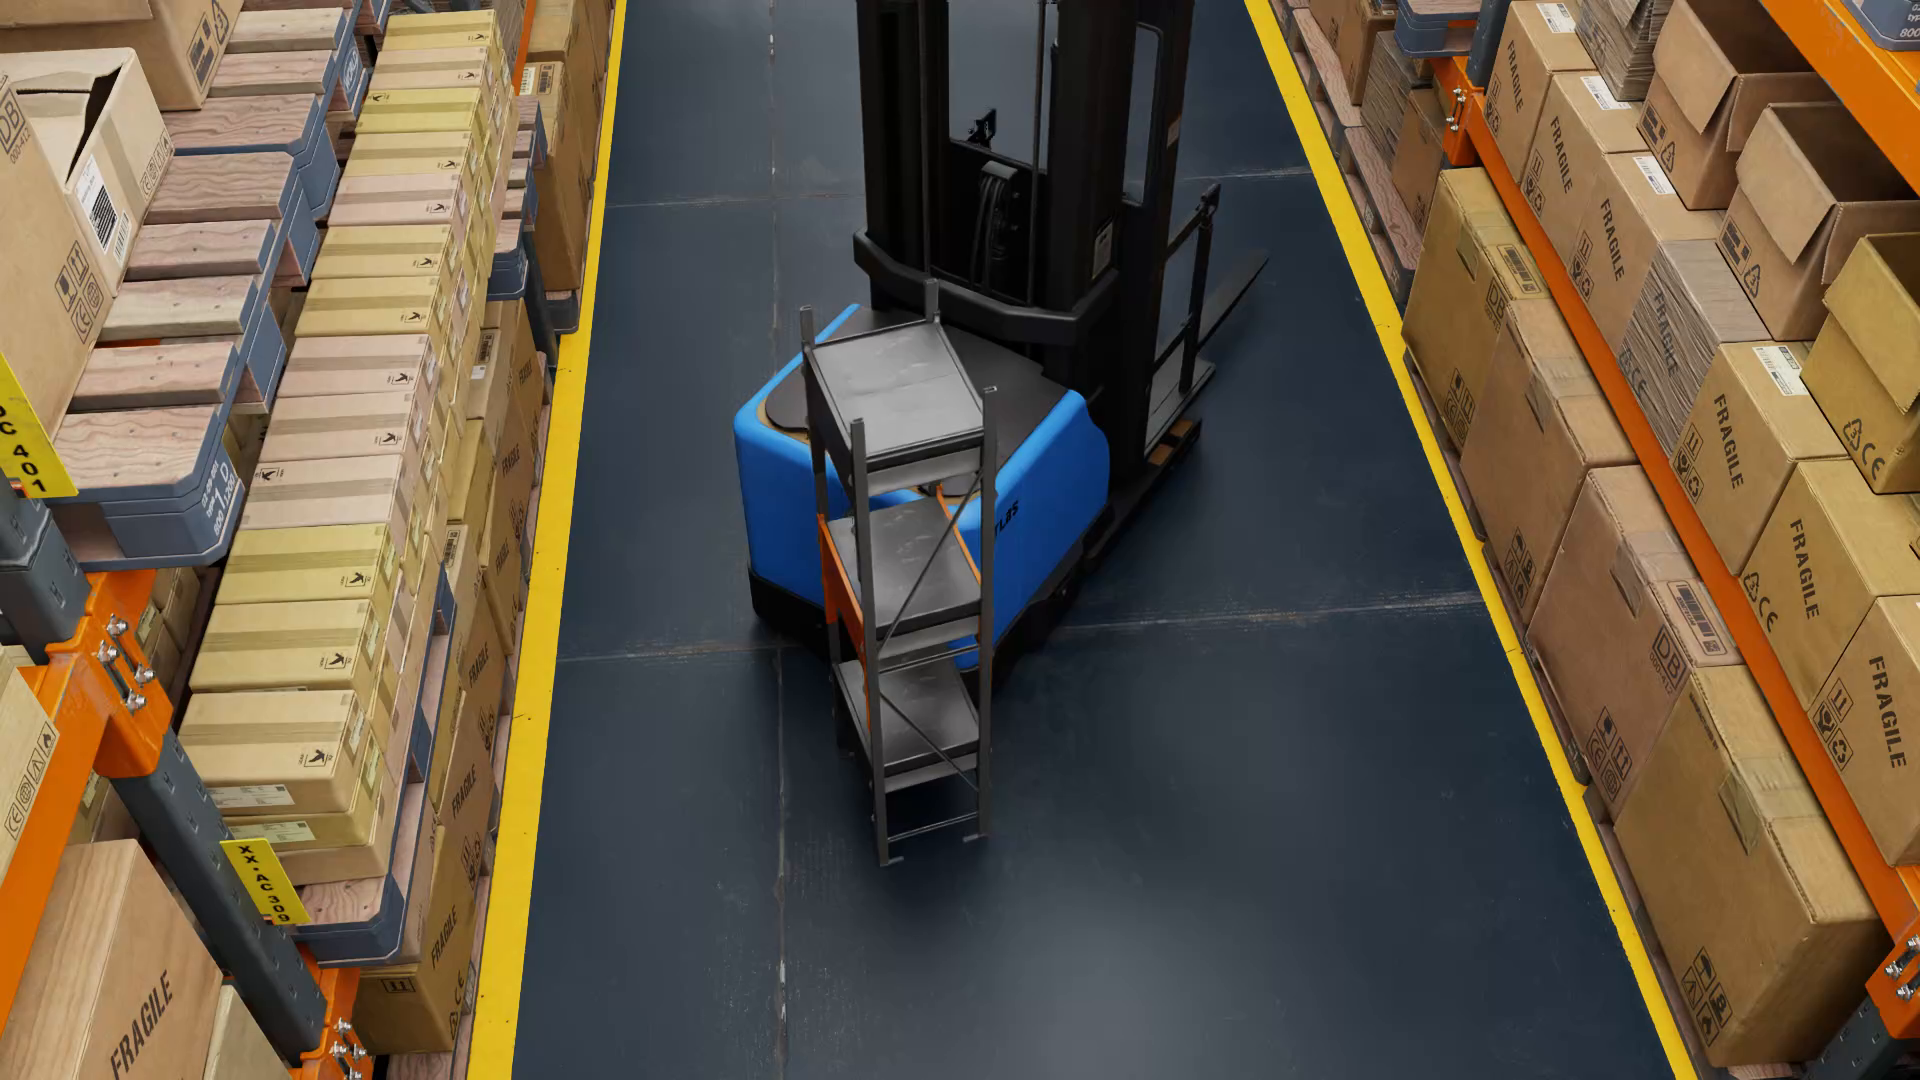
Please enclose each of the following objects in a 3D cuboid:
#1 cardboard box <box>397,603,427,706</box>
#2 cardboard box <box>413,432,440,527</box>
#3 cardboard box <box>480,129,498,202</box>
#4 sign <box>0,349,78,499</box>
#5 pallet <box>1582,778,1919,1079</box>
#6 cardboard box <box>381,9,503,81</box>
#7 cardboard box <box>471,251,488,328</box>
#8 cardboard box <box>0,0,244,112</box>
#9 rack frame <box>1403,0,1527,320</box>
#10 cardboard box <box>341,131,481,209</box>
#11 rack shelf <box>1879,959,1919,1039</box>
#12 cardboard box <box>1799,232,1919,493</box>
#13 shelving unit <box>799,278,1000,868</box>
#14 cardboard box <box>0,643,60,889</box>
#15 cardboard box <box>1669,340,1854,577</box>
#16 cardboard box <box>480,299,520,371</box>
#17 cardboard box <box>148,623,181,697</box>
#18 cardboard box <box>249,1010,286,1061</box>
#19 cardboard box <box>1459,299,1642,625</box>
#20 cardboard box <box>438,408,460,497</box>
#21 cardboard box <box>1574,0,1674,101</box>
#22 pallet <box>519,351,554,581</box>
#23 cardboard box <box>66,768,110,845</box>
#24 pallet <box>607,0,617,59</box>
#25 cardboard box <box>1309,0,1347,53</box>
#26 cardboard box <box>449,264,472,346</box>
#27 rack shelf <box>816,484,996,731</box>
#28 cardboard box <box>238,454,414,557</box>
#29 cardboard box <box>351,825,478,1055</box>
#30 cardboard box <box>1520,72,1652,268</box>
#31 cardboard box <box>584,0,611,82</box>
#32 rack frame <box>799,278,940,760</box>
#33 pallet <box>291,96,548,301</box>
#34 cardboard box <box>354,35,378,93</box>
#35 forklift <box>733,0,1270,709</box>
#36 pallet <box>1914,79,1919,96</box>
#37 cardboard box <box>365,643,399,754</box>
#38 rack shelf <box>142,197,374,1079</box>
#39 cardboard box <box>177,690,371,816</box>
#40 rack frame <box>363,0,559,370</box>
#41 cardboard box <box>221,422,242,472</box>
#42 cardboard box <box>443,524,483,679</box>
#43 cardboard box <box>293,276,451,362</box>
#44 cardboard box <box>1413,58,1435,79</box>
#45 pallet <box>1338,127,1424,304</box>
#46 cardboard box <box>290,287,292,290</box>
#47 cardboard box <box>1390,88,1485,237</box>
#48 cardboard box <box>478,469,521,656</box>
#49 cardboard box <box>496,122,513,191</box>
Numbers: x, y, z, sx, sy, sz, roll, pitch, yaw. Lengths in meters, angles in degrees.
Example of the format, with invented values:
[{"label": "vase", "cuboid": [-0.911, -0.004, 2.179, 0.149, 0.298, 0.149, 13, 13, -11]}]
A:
[{"label": "cardboard box", "cuboid": [-1.637, 0.313, 4.408, 0.380, 0.149, 0.250, -3, 47, -3]}, {"label": "cardboard box", "cuboid": [-1.684, -0.165, 4.656, 0.380, 0.149, 0.250, -2, 47, -2]}, {"label": "cardboard box", "cuboid": [-1.808, -1.276, 5.708, 0.380, 0.149, 0.250, -2, 47, -2]}, {"label": "sign", "cuboid": [-1.476, -0.182, 2.571, 0.100, 0.325, 0.005, -3, 47, -3]}, {"label": "pallet", "cuboid": [2.795, 1.242, 5.565, 1.003, 0.211, 1.213, -3, 47, -3]}, {"label": "cardboard box", "cuboid": [-1.853, -1.764, 5.966, 0.380, 0.149, 0.250, -5, 47, -5]}, {"label": "cardboard box", "cuboid": [-1.770, -0.817, 5.478, 0.380, 0.149, 0.250, -5, 47, -5]}, {"label": "cardboard box", "cuboid": [-2.015, -1.271, 3.598, 0.797, 0.503, 0.637, -4, 47, -4]}, {"label": "rack frame", "cuboid": [2.600, -2.057, 6.769, 1.000, 3.000, 0.127, -3, 47, -3]}, {"label": "cardboard box", "cuboid": [-1.787, -1.200, 5.431, 0.380, 0.149, 0.250, -2, 47, -2]}, {"label": "rack shelf", "cuboid": [3.102, 2.532, 2.918, 1.077, 0.370, 4.000, -3, 47, -3]}, {"label": "cardboard box", "cuboid": [2.827, -0.501, 4.535, 0.797, 0.503, 0.637, -3, 47, -3]}, {"label": "shelving unit", "cuboid": [-0.174, 0.202, 5.249, 0.431, 2.100, 0.503, -14, 48, -13]}, {"label": "cardboard box", "cuboid": [-1.706, 0.424, 2.456, 0.500, 0.250, 0.500, -2, 47, -2]}, {"label": "cardboard box", "cuboid": [2.538, -0.255, 4.993, 0.500, 0.500, 0.500, -4, 47, -4]}, {"label": "cardboard box", "cuboid": [-2.033, -0.892, 6.582, 0.500, 0.250, 0.500, -4, 47, -4]}, {"label": "cardboard box", "cuboid": [-2.288, 0.364, 4.360, 0.380, 0.149, 0.250, -4, 47, -3]}, {"label": "cardboard box", "cuboid": [-2.330, 1.260, 5.059, 0.500, 0.500, 0.500, -4, 47, -4]}, {"label": "cardboard box", "cuboid": [2.704, -0.325, 6.302, 1.225, 0.875, 0.875, -3, 47, -3]}, {"label": "cardboard box", "cuboid": [-1.706, -0.250, 4.941, 0.380, 0.149, 0.250, -4, 47, -4]}, {"label": "cardboard box", "cuboid": [2.645, -1.906, 5.866, 0.797, 0.503, 0.637, -2, 47, -2]}, {"label": "pallet", "cuboid": [-2.287, -0.304, 7.029, 1.003, 0.211, 1.213, -3, 47, -3]}, {"label": "cardboard box", "cuboid": [-2.247, 0.629, 3.903, 0.380, 0.149, 0.250, -2, 47, -2]}, {"label": "pallet", "cuboid": [-2.547, -3.210, 9.781, 1.003, 0.211, 1.213, -3, 47, -3]}, {"label": "cardboard box", "cuboid": [2.363, -3.046, 9.124, 0.700, 0.500, 0.500, -7, 47, -7]}, {"label": "cardboard box", "cuboid": [-1.746, -0.726, 5.187, 0.380, 0.149, 0.250, -2, 47, -2]}, {"label": "rack shelf", "cuboid": [-0.174, 0.212, 5.258, 0.431, 0.518, 0.480, -14, 48, -13]}, {"label": "cardboard box", "cuboid": [-1.658, -0.078, 4.368, 0.380, 0.149, 0.250, -4, 47, -4]}, {"label": "cardboard box", "cuboid": [-1.814, 1.230, 5.088, 0.500, 0.500, 0.500, -2, 47, -2]}, {"label": "cardboard box", "cuboid": [2.415, -1.350, 6.030, 0.500, 0.500, 0.500, -5, 47, -4]}, {"label": "cardboard box", "cuboid": [-2.468, -2.952, 8.876, 1.050, 0.750, 0.750, -3, 47, -3]}, {"label": "rack frame", "cuboid": [-0.254, 0.035, 5.407, 0.400, 2.100, 0.015, -14, 48, -13]}, {"label": "pallet", "cuboid": [-2.186, -1.253, 6.140, 1.213, 0.211, 1.003, -3, 47, -3]}, {"label": "cardboard box", "cuboid": [-2.657, -2.172, 6.809, 0.500, 0.500, 0.500, -3, 47, -3]}, {"label": "forklift", "cuboid": [0.389, -1.421, 6.214, 1.130, 2.935, 3.031, 24, 51, 21]}, {"label": "pallet", "cuboid": [2.809, -0.789, 3.633, 0.805, 0.209, 1.217, -5, 47, -5]}, {"label": "cardboard box", "cuboid": [-1.615, 0.405, 4.116, 0.380, 0.149, 0.250, -4, 47, -4]}, {"label": "rack shelf", "cuboid": [-2.184, -0.134, 5.443, 1.077, 0.370, 4.000, -3, 47, -3]}, {"label": "cardboard box", "cuboid": [-1.591, 0.490, 3.831, 0.380, 0.149, 0.250, -1, 47, -1]}, {"label": "rack frame", "cuboid": [-2.351, -1.829, 6.552, 1.000, 3.000, 0.127, -3, 47, -3]}, {"label": "cardboard box", "cuboid": [-2.359, -0.210, 4.903, 0.380, 0.149, 0.250, -2, 47, -2]}, {"label": "cardboard box", "cuboid": [-1.900, 0.218, 5.530, 0.500, 0.250, 0.500, -2, 47, -2]}, {"label": "cardboard box", "cuboid": [-1.727, -0.640, 4.901, 0.380, 0.149, 0.250, -2, 47, -2]}, {"label": "cardboard box", "cuboid": [2.459, -2.473, 8.064, 0.500, 0.250, 0.500, 1, 47, 1]}, {"label": "pallet", "cuboid": [2.536, -1.663, 8.317, 1.003, 0.211, 1.213, -3, 47, -3]}, {"label": "cardboard box", "cuboid": [-2.446, -0.966, 5.619, 0.380, 0.149, 0.250, -2, 47, -1]}, {"label": "cardboard box", "cuboid": [2.524, -1.832, 7.974, 0.700, 0.500, 0.500, -6, 47, -5]}, {"label": "cardboard box", "cuboid": [-1.936, 0.104, 6.154, 0.500, 0.500, 0.500, -5, 47, -5]}, {"label": "cardboard box", "cuboid": [-1.833, -1.378, 6.009, 0.380, 0.149, 0.250, -4, 47, -3]}]
